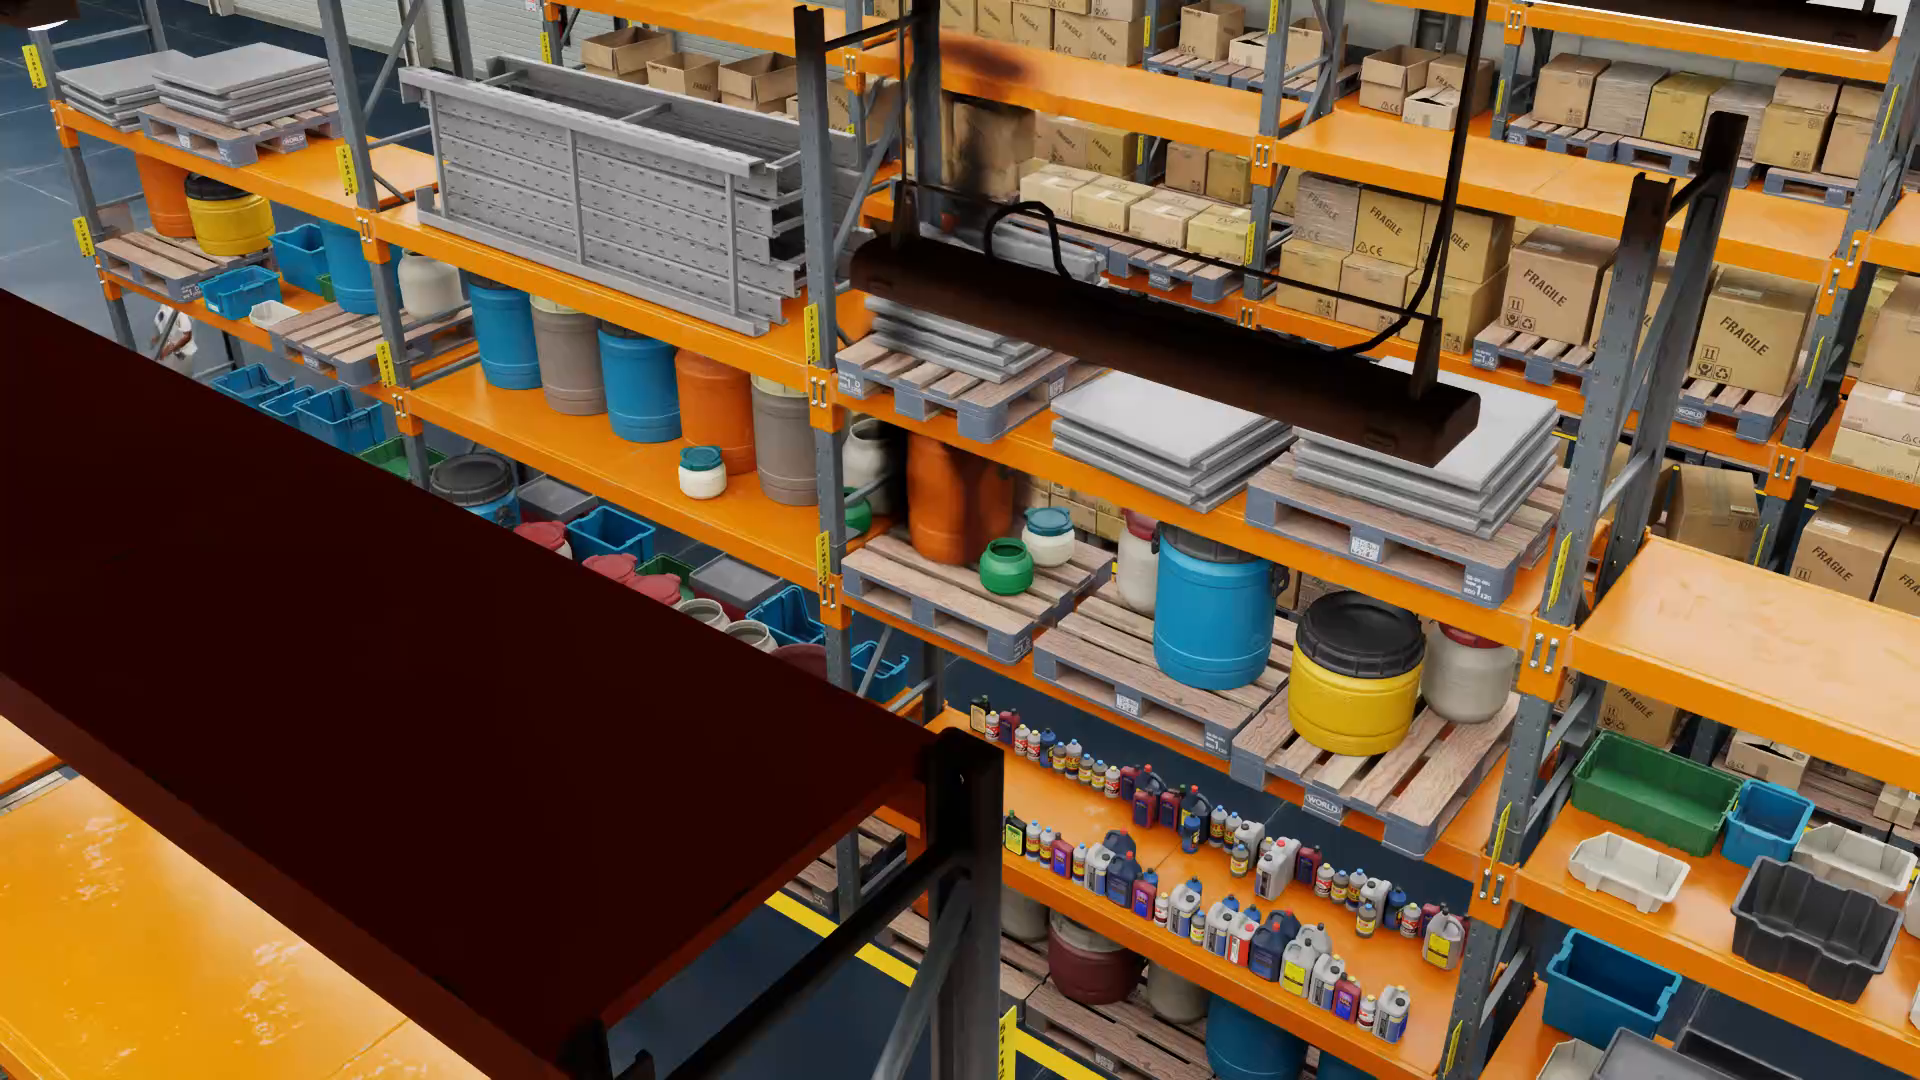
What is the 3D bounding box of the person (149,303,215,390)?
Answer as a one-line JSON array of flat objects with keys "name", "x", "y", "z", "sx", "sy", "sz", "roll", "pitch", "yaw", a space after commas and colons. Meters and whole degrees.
[{"name": "person", "x": -7.888, "y": -1.918, "z": 16.836, "sx": 0.546, "sy": 1.644, "sz": 0.573, "roll": -16, "pitch": 35, "yaw": -24}]
